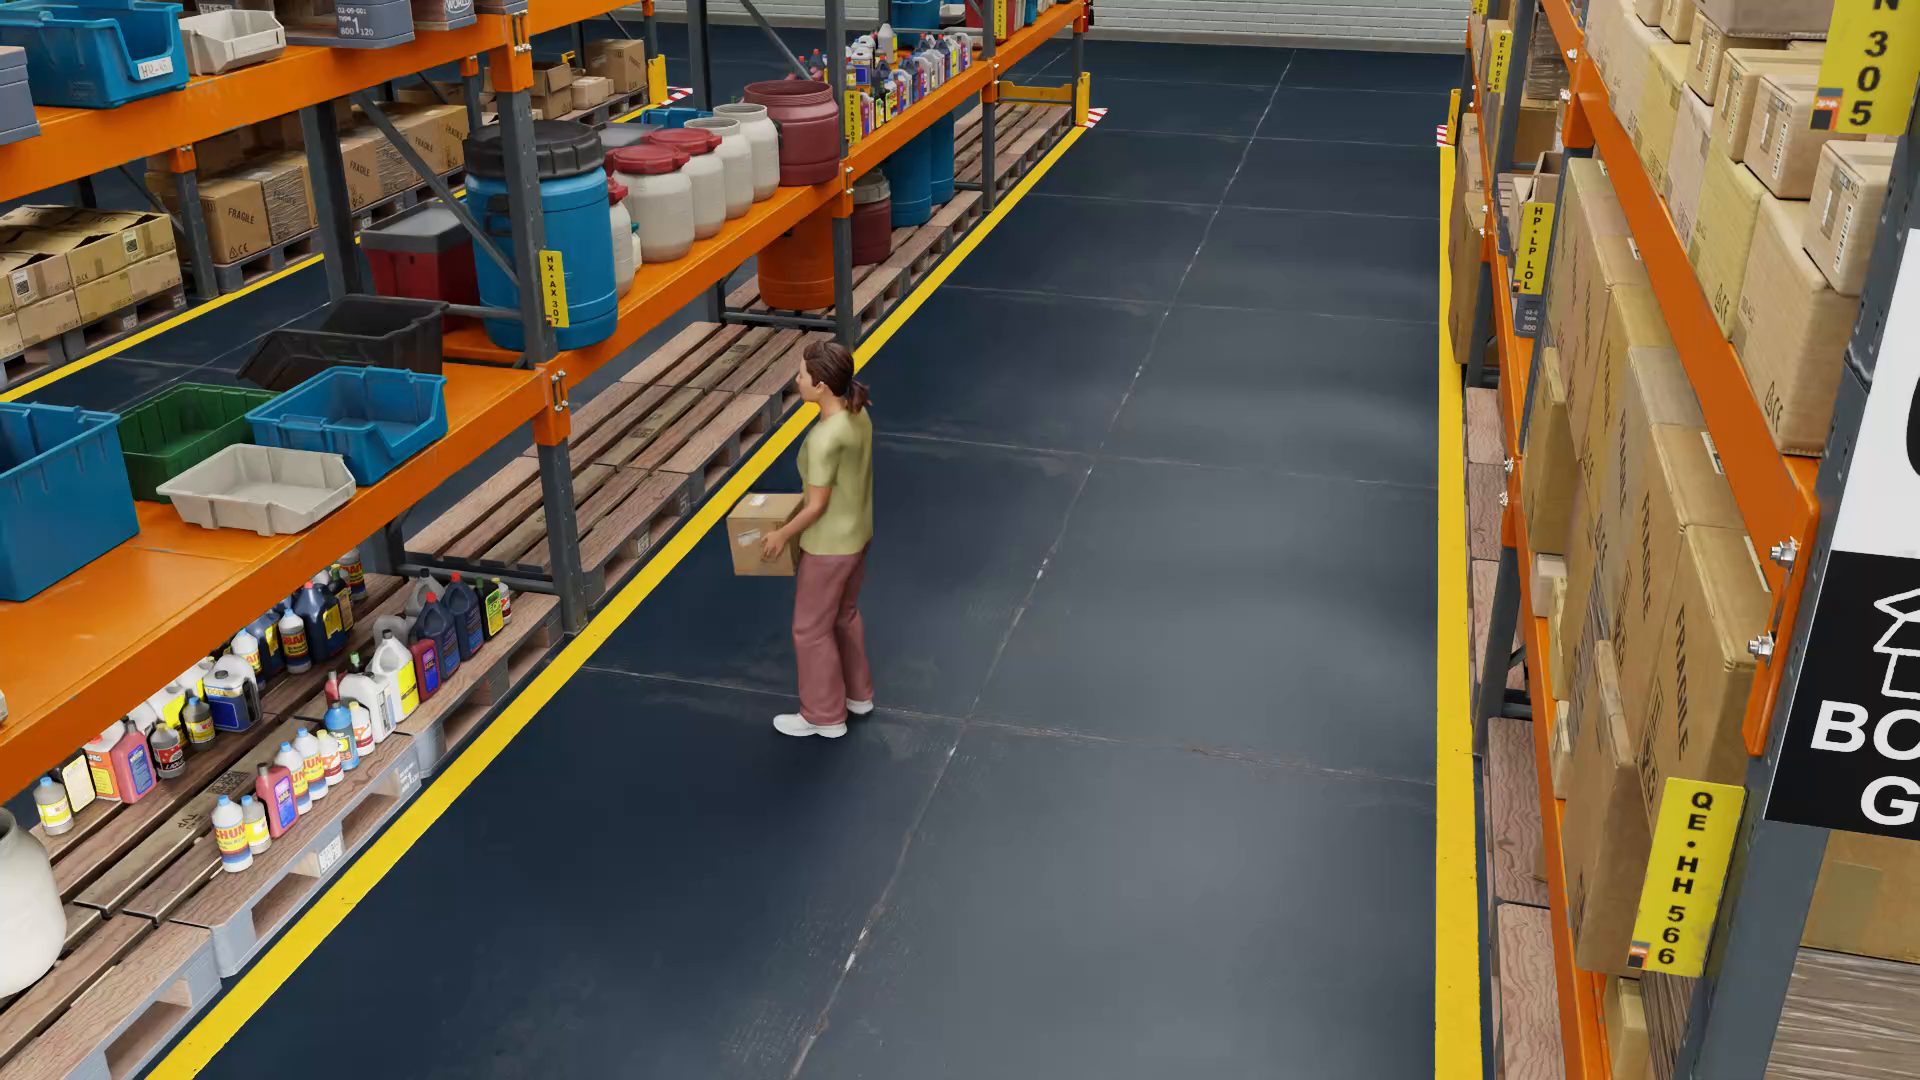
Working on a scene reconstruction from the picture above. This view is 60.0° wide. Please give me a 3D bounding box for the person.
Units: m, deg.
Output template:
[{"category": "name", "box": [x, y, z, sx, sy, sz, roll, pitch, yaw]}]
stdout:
[{"category": "person", "box": [-0.549, 0.009, 6.590, 0.415, 1.675, 0.468, 6, 26, 12]}]
